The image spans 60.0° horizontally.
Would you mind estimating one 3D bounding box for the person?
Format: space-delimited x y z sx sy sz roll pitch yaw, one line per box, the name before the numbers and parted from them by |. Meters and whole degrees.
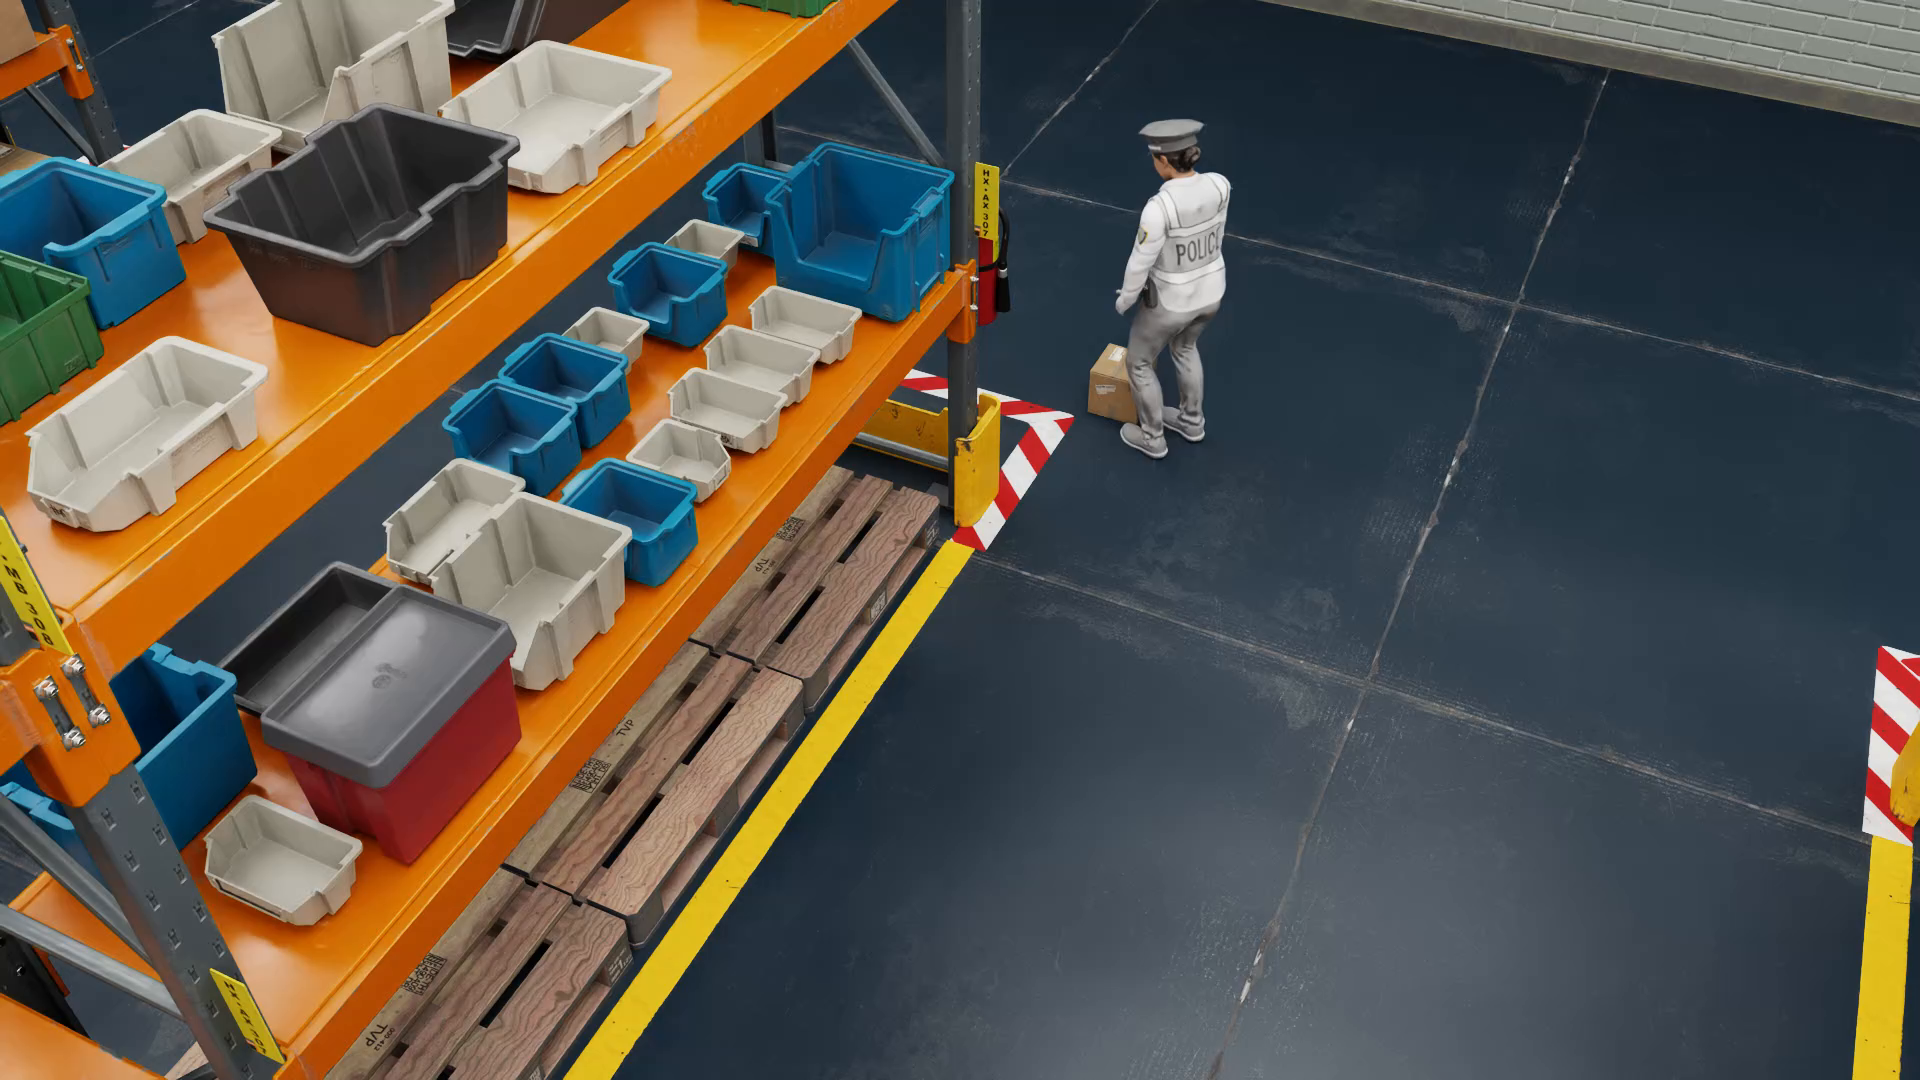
person | 0.931 -1.089 7.391 0.496 1.635 0.428 -24 47 -24
